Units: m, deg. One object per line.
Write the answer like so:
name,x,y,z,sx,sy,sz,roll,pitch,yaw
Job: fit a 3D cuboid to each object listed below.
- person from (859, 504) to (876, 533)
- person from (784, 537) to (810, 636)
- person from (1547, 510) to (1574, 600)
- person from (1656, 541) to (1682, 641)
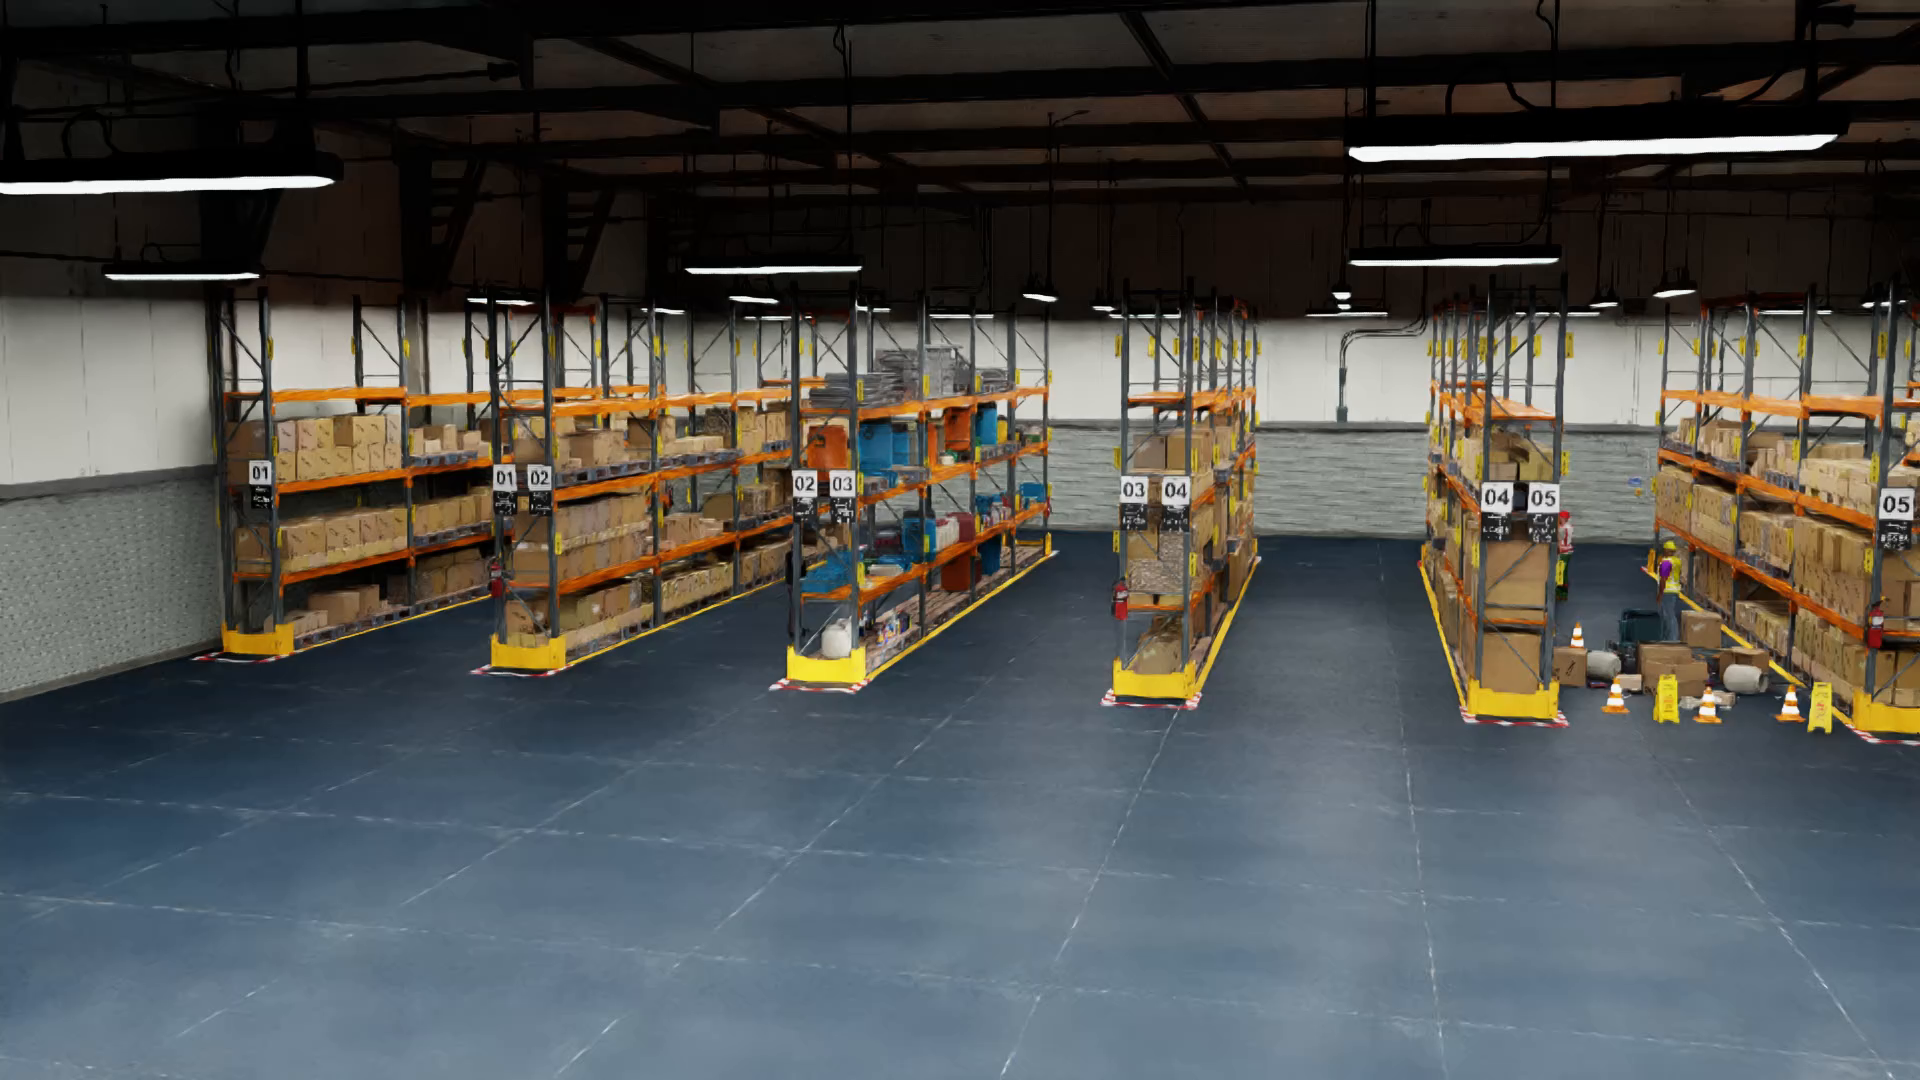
person,-2.625,-0.972,45.002,0.621,1.610,0.790,-1,7,-7
person,-2.833,0.794,29.099,0.450,1.727,0.584,-2,7,-18
person,11.984,0.285,33.222,0.494,1.786,0.603,6,9,42
person,11.949,0.882,28.144,0.580,1.763,0.673,6,9,40
